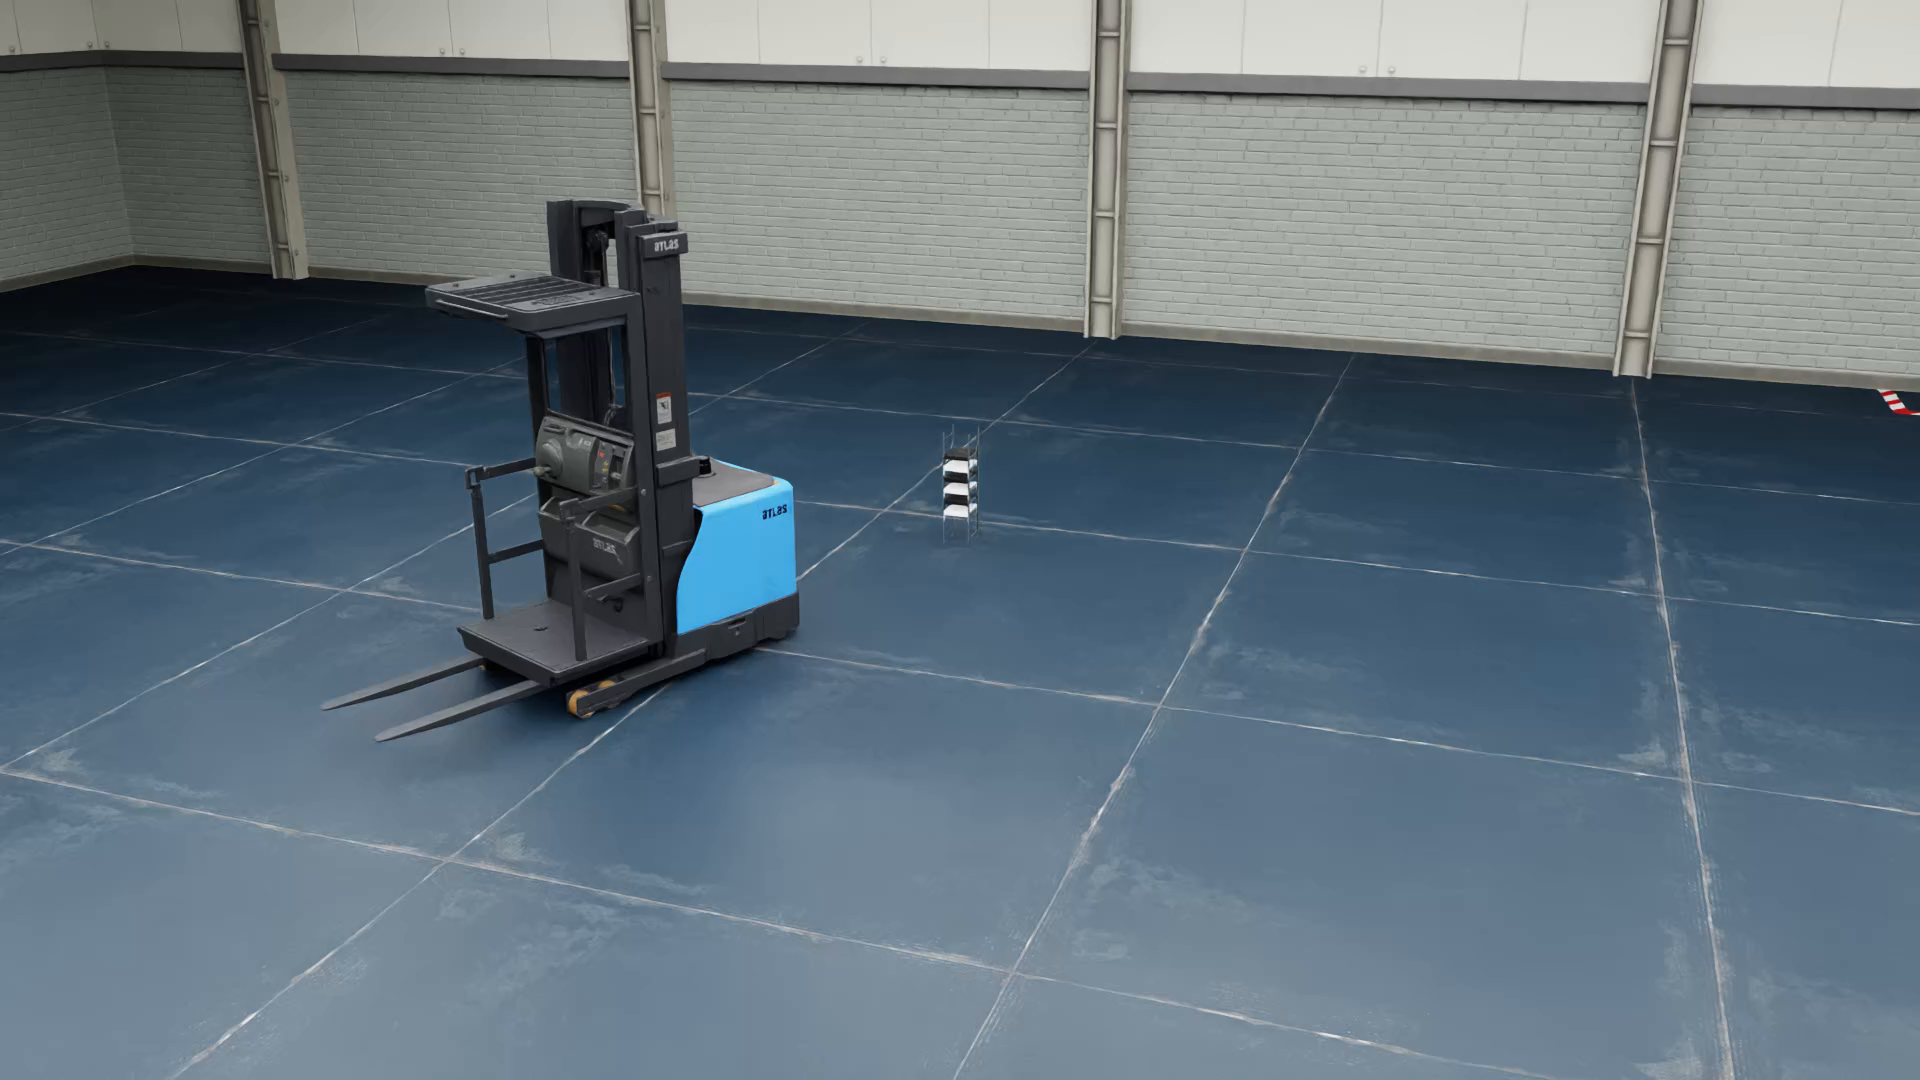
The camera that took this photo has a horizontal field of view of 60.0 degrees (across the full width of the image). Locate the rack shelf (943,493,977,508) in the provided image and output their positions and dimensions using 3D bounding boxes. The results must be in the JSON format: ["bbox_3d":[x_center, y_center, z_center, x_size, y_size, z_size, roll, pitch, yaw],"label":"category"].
[{"bbox_3d":[0.008,-0.308,12.966,0.200,0.077,0.258,7,20,18],"label":"rack shelf"}]

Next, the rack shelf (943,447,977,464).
[{"bbox_3d":[0.008,-0.648,12.848,0.200,0.077,0.258,7,20,18],"label":"rack shelf"}]

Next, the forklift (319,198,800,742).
[{"bbox_3d":[-2.446,-0.501,10.061,1.130,2.935,3.031,17,25,40],"label":"forklift"}]

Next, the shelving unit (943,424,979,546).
[{"bbox_3d":[0.008,-0.424,12.926,0.210,0.900,0.258,7,20,18],"label":"shelving unit"}]

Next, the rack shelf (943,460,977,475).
[{"bbox_3d":[0.008,-0.563,12.877,0.200,0.077,0.258,7,20,18],"label":"rack shelf"}]

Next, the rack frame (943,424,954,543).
[{"bbox_3d":[-0.088,-0.435,12.957,0.006,0.900,0.240,7,20,18],"label":"rack frame"}]

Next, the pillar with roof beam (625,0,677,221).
[{"bbox_3d":[-5.351,-6.035,16.718,0.400,9.000,9.100,7,20,18],"label":"pillar with roof beam"}]

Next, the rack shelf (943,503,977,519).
[{"bbox_3d":[0.008,-0.223,12.996,0.200,0.077,0.258,7,20,18],"label":"rack shelf"}]

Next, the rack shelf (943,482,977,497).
[{"bbox_3d":[0.008,-0.393,12.937,0.200,0.077,0.258,7,20,18],"label":"rack shelf"}]

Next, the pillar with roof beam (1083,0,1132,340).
[{"bbox_3d":[0.317,-5.387,14.859,0.400,9.000,9.100,7,20,18],"label":"pillar with roof beam"}]

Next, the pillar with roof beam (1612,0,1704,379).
[{"bbox_3d":[5.985,-4.739,12.999,0.400,9.000,9.100,7,20,18],"label":"pillar with roof beam"}]

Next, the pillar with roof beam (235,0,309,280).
[{"bbox_3d":[-11.019,-6.683,18.577,0.400,9.000,9.100,7,20,18],"label":"pillar with roof beam"}]

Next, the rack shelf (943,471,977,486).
[{"bbox_3d":[0.008,-0.478,12.907,0.200,0.077,0.258,7,20,18],"label":"rack shelf"}]

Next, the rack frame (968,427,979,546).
[{"bbox_3d":[0.104,-0.413,12.894,0.006,0.900,0.240,7,20,18],"label":"rack frame"}]
